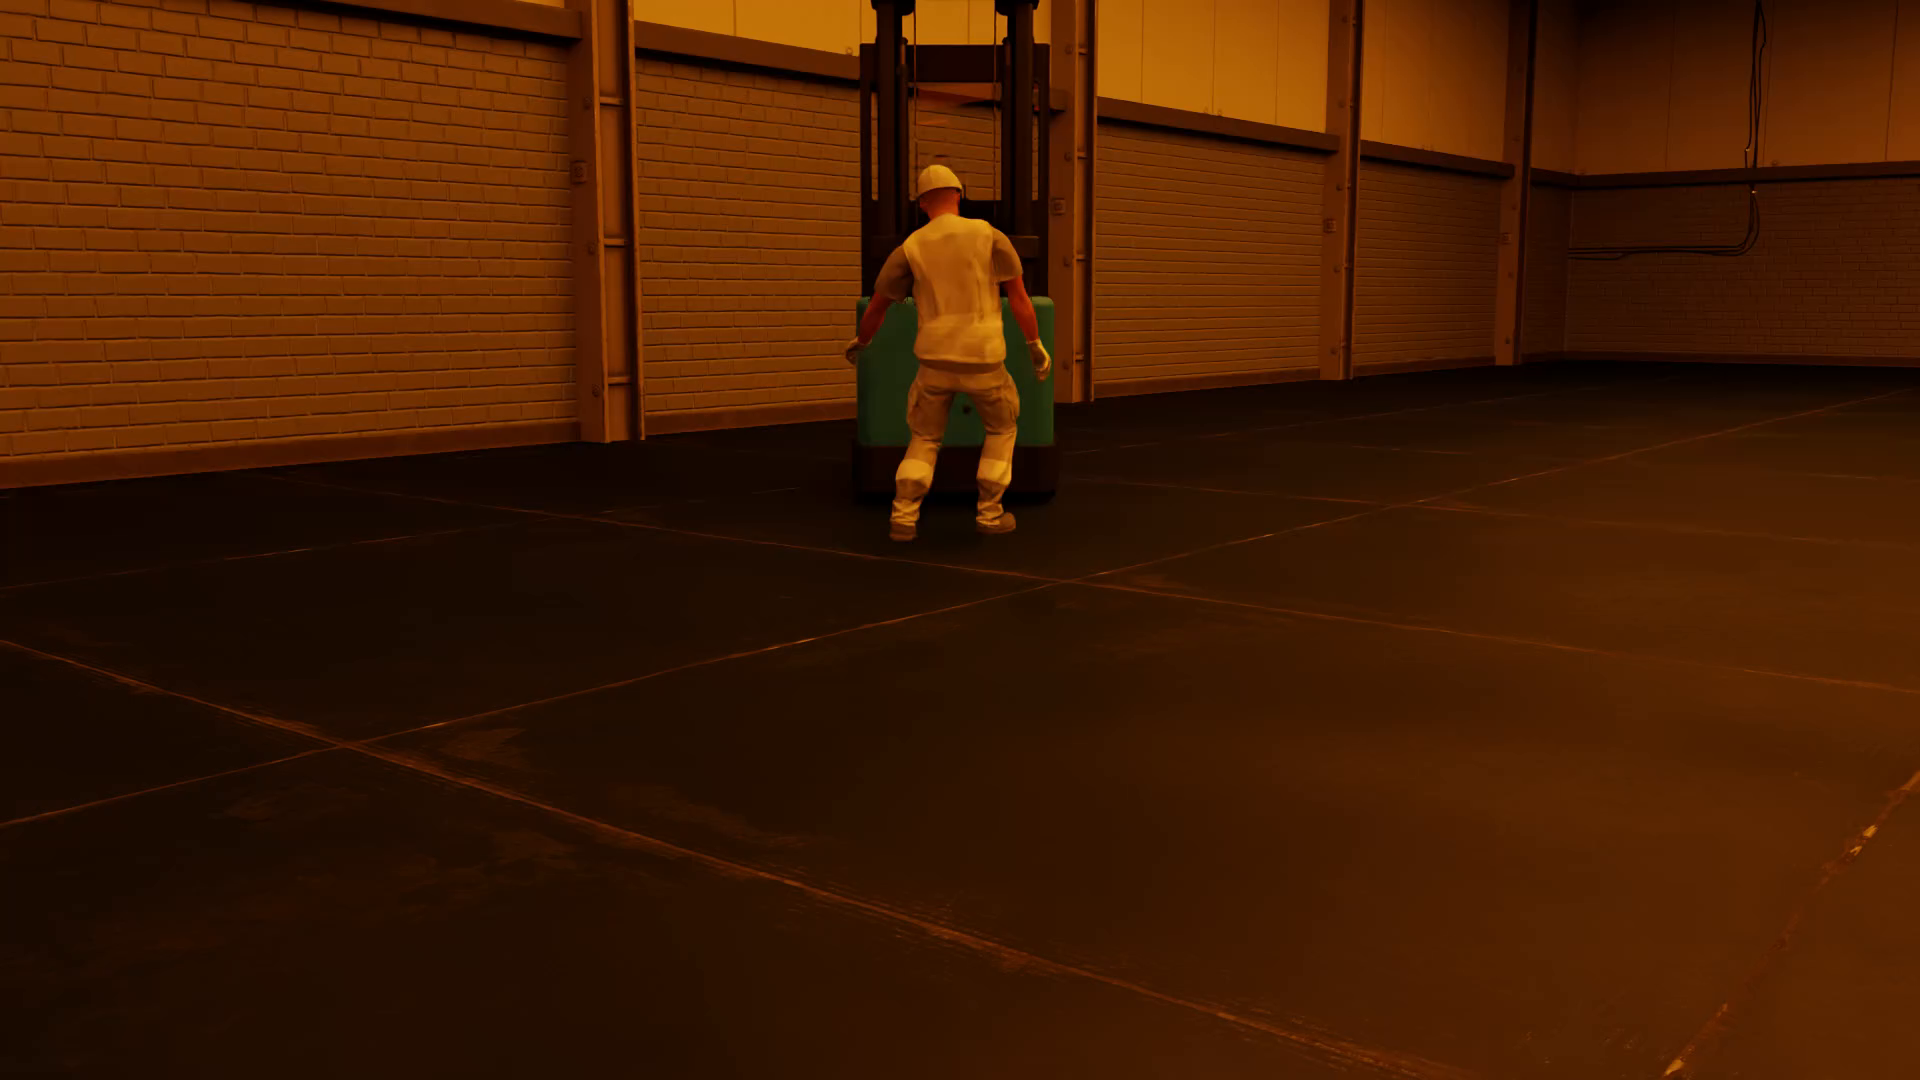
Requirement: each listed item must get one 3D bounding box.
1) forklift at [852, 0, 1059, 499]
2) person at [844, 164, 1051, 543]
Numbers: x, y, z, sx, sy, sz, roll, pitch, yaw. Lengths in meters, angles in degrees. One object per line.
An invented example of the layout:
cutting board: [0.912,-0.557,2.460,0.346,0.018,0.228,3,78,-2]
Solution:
forklift: [-0.031,-1.844,9.884,1.130,2.935,3.031,0,8,0]
person: [-0.064,-0.821,7.452,0.941,1.685,0.540,0,8,3]
